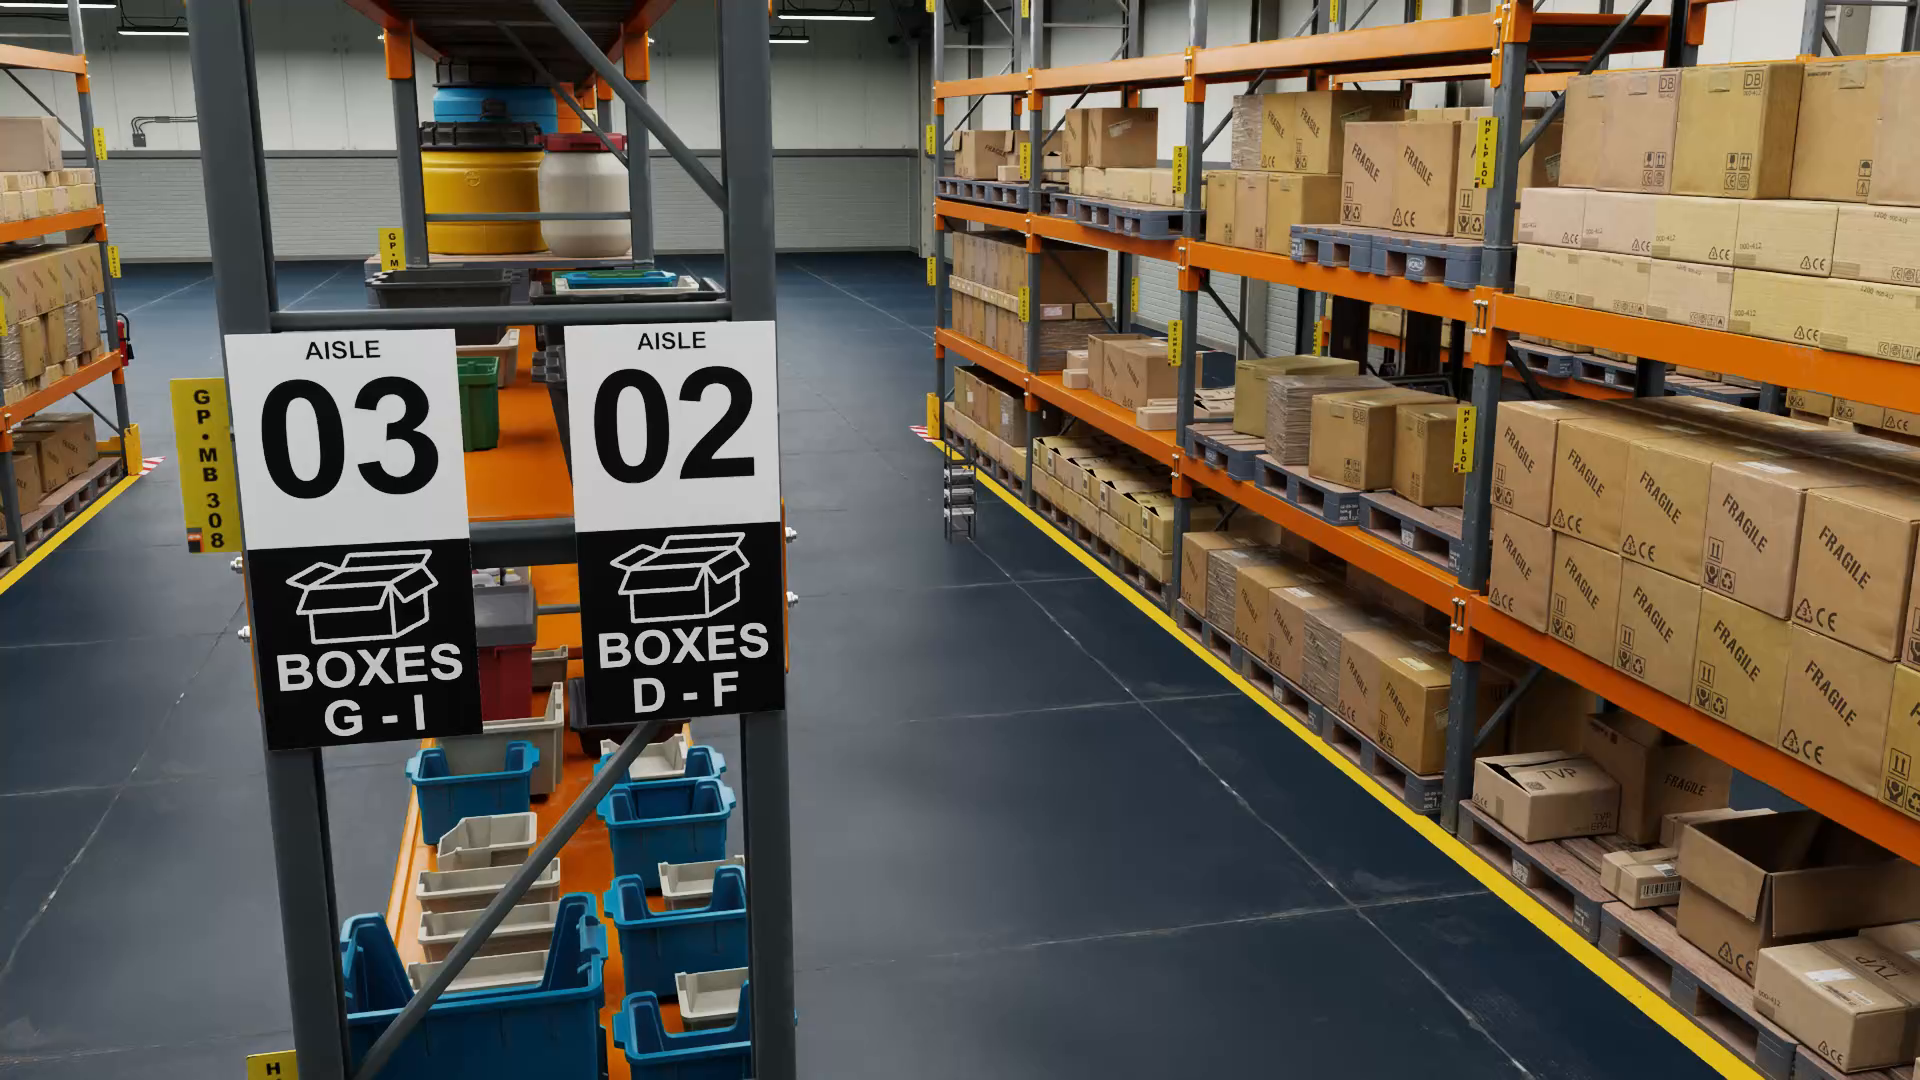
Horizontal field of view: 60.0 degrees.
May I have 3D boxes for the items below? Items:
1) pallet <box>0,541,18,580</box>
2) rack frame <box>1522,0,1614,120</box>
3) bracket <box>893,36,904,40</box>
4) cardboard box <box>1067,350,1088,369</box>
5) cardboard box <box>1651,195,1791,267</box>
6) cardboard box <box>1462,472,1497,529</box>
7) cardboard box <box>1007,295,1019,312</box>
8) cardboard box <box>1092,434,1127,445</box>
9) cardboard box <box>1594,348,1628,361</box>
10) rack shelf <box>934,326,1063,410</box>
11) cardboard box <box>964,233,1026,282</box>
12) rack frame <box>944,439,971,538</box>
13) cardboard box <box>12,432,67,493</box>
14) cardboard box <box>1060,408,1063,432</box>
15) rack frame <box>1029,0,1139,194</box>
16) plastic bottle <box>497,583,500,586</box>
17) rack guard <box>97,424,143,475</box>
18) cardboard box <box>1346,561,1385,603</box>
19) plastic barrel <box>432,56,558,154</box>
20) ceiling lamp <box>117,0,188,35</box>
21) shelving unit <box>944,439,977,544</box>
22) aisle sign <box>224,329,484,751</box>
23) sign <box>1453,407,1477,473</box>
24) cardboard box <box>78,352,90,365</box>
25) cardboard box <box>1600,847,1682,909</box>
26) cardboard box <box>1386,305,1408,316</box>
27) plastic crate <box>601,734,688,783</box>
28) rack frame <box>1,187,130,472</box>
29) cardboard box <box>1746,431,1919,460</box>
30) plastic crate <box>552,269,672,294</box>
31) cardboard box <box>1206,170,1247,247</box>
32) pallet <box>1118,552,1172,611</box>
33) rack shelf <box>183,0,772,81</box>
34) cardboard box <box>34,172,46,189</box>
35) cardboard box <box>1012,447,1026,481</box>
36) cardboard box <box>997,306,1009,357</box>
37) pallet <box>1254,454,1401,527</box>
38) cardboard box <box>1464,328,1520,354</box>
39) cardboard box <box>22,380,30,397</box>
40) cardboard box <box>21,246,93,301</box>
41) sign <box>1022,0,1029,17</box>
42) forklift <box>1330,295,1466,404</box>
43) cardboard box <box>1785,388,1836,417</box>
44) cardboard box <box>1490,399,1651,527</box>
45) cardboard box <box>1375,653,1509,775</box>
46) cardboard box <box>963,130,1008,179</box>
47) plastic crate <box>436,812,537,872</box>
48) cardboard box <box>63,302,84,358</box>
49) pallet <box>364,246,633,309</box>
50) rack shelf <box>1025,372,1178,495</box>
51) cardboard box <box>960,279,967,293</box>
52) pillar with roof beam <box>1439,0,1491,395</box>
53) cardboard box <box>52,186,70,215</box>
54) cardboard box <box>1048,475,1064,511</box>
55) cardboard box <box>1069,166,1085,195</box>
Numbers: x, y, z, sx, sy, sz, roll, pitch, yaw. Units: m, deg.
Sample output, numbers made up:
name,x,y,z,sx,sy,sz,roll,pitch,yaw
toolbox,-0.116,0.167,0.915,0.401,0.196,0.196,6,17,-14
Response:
name,x,y,z,sx,sy,sz,roll,pitch,yaw
pallet,-8.301,0.278,13.344,1.003,0.211,1.213,-3,14,-13
rack frame,5.959,-4.999,16.426,1.000,3.000,0.127,-3,14,-13
bracket,-1.881,-14.964,49.631,0.076,0.066,3.189,-3,14,-13
cardboard box,1.303,-1.623,15.568,0.500,0.250,0.500,-2,14,-10
cardboard box,3.122,-1.232,6.591,0.500,0.250,0.500,-3,14,-13
cardboard box,3.130,-0.336,8.887,0.700,0.500,0.500,-9,16,-32
cardboard box,0.690,-2.400,16.852,0.380,0.149,0.250,-3,14,-13
cardboard box,1.519,-0.871,15.898,0.500,0.311,0.500,-3,14,-13
cardboard box,6.355,-1.948,15.442,0.700,0.500,0.500,-1,14,-5
rack shelf,0.675,-1.919,17.979,1.077,0.370,4.000,-3,14,-13
cardboard box,0.444,-3.167,18.627,0.700,0.500,0.500,-4,14,-15
rack frame,-0.022,-0.459,14.909,0.240,0.900,0.006,-3,14,-13
cardboard box,-8.992,-0.742,16.027,0.500,0.500,0.500,-2,14,-8
cardboard box,1.215,-1.279,17.172,0.500,0.500,0.500,-3,14,-13
rack frame,1.145,-4.722,15.293,1.000,3.000,0.127,-3,14,-13
plastic bottle,-2.225,0.278,7.889,0.097,0.201,0.097,0,14,0
rack guard,-9.407,-0.947,17.750,1.175,0.500,0.348,-3,14,-13
cardboard box,2.794,0.203,10.536,0.500,0.250,0.500,-4,14,-14
plastic barrel,-2.341,-1.977,8.436,0.600,0.901,0.708,-3,14,-13
ceiling lamp,-18.932,-13.594,39.309,2.000,3.185,0.800,-3,14,-13
shelving unit,0.002,-0.435,14.813,0.258,0.900,0.210,-3,14,-13
aisle sign,-1.120,0.006,3.104,0.394,0.787,0.004,-3,14,-13
sign,2.485,-0.493,8.183,0.100,0.325,0.005,-3,14,-13
cardboard box,-8.946,-1.832,16.633,0.380,0.149,0.250,-3,14,-13
cardboard box,3.125,1.509,7.475,0.380,0.166,0.250,-3,14,-13
cardboard box,5.194,-2.829,18.880,0.500,0.500,0.500,-3,14,-11
plastic crate,-1.091,0.797,5.773,0.293,0.136,0.466,-3,14,-13
rack frame,-9.425,-2.179,17.525,1.000,3.000,0.127,-3,14,-13
cardboard box,3.635,-0.160,6.943,0.500,0.500,0.500,-3,14,-13
plastic crate,-1.399,-0.960,6.662,0.450,0.188,0.662,-3,14,-13
cardboard box,2.220,-2.292,11.456,0.910,0.500,0.500,-3,14,-13
pallet,1.929,0.278,13.345,1.003,0.211,1.213,-3,14,-13
rack shelf,-1.322,-1.596,4.857,1.077,0.370,4.000,-3,14,-13
cardboard box,-8.738,-3.344,15.449,0.380,0.149,0.250,-4,14,-16
cardboard box,0.824,-0.771,16.669,0.500,0.250,0.500,-3,14,-13
cardboard box,0.790,-2.195,17.382,0.700,0.500,0.500,-3,14,-12
pallet,2.546,-0.343,10.415,1.003,0.211,1.213,-3,14,-13
cardboard box,5.553,-2.114,17.532,0.500,0.250,0.500,-3,14,-13
cardboard box,-8.375,-1.315,14.518,0.380,0.149,0.250,-3,14,-13
cardboard box,-8.932,-2.630,16.426,0.500,0.500,0.500,-3,14,-13
sign,0.736,-6.164,19.060,0.100,0.325,0.005,-3,14,-13
forklift,3.692,-1.125,13.356,1.130,2.935,3.031,-5,15,-19
cardboard box,6.764,-1.238,12.795,0.500,0.500,0.500,-3,14,-12
cardboard box,2.861,-0.372,7.811,0.500,0.500,0.500,-3,14,-12
cardboard box,2.629,0.941,9.096,0.500,0.500,0.500,-3,14,-13
cardboard box,0.330,-4.110,17.717,0.500,0.500,0.500,-3,14,-13
plastic crate,-1.451,0.959,5.110,0.298,0.136,0.250,-3,14,-13
cardboard box,-9.013,-2.017,16.026,0.875,0.500,0.500,-3,14,-13
pallet,-2.071,-1.227,7.708,1.213,0.211,1.003,-3,14,-13
rack shelf,1.615,-0.997,14.202,1.077,0.370,4.000,-3,14,-13
cardboard box,0.210,-2.873,18.789,0.380,0.149,0.250,-3,14,-13
pillar with roof beam,1.840,-5.568,18.758,9.100,9.000,0.400,-3,14,-13
cardboard box,-8.832,-3.232,15.833,0.500,0.250,0.500,-3,14,-12
cardboard box,1.118,-0.451,15.361,0.500,0.250,0.500,-3,14,-12
cardboard box,1.280,-3.253,15.033,0.500,0.250,0.500,-2,14,-7
